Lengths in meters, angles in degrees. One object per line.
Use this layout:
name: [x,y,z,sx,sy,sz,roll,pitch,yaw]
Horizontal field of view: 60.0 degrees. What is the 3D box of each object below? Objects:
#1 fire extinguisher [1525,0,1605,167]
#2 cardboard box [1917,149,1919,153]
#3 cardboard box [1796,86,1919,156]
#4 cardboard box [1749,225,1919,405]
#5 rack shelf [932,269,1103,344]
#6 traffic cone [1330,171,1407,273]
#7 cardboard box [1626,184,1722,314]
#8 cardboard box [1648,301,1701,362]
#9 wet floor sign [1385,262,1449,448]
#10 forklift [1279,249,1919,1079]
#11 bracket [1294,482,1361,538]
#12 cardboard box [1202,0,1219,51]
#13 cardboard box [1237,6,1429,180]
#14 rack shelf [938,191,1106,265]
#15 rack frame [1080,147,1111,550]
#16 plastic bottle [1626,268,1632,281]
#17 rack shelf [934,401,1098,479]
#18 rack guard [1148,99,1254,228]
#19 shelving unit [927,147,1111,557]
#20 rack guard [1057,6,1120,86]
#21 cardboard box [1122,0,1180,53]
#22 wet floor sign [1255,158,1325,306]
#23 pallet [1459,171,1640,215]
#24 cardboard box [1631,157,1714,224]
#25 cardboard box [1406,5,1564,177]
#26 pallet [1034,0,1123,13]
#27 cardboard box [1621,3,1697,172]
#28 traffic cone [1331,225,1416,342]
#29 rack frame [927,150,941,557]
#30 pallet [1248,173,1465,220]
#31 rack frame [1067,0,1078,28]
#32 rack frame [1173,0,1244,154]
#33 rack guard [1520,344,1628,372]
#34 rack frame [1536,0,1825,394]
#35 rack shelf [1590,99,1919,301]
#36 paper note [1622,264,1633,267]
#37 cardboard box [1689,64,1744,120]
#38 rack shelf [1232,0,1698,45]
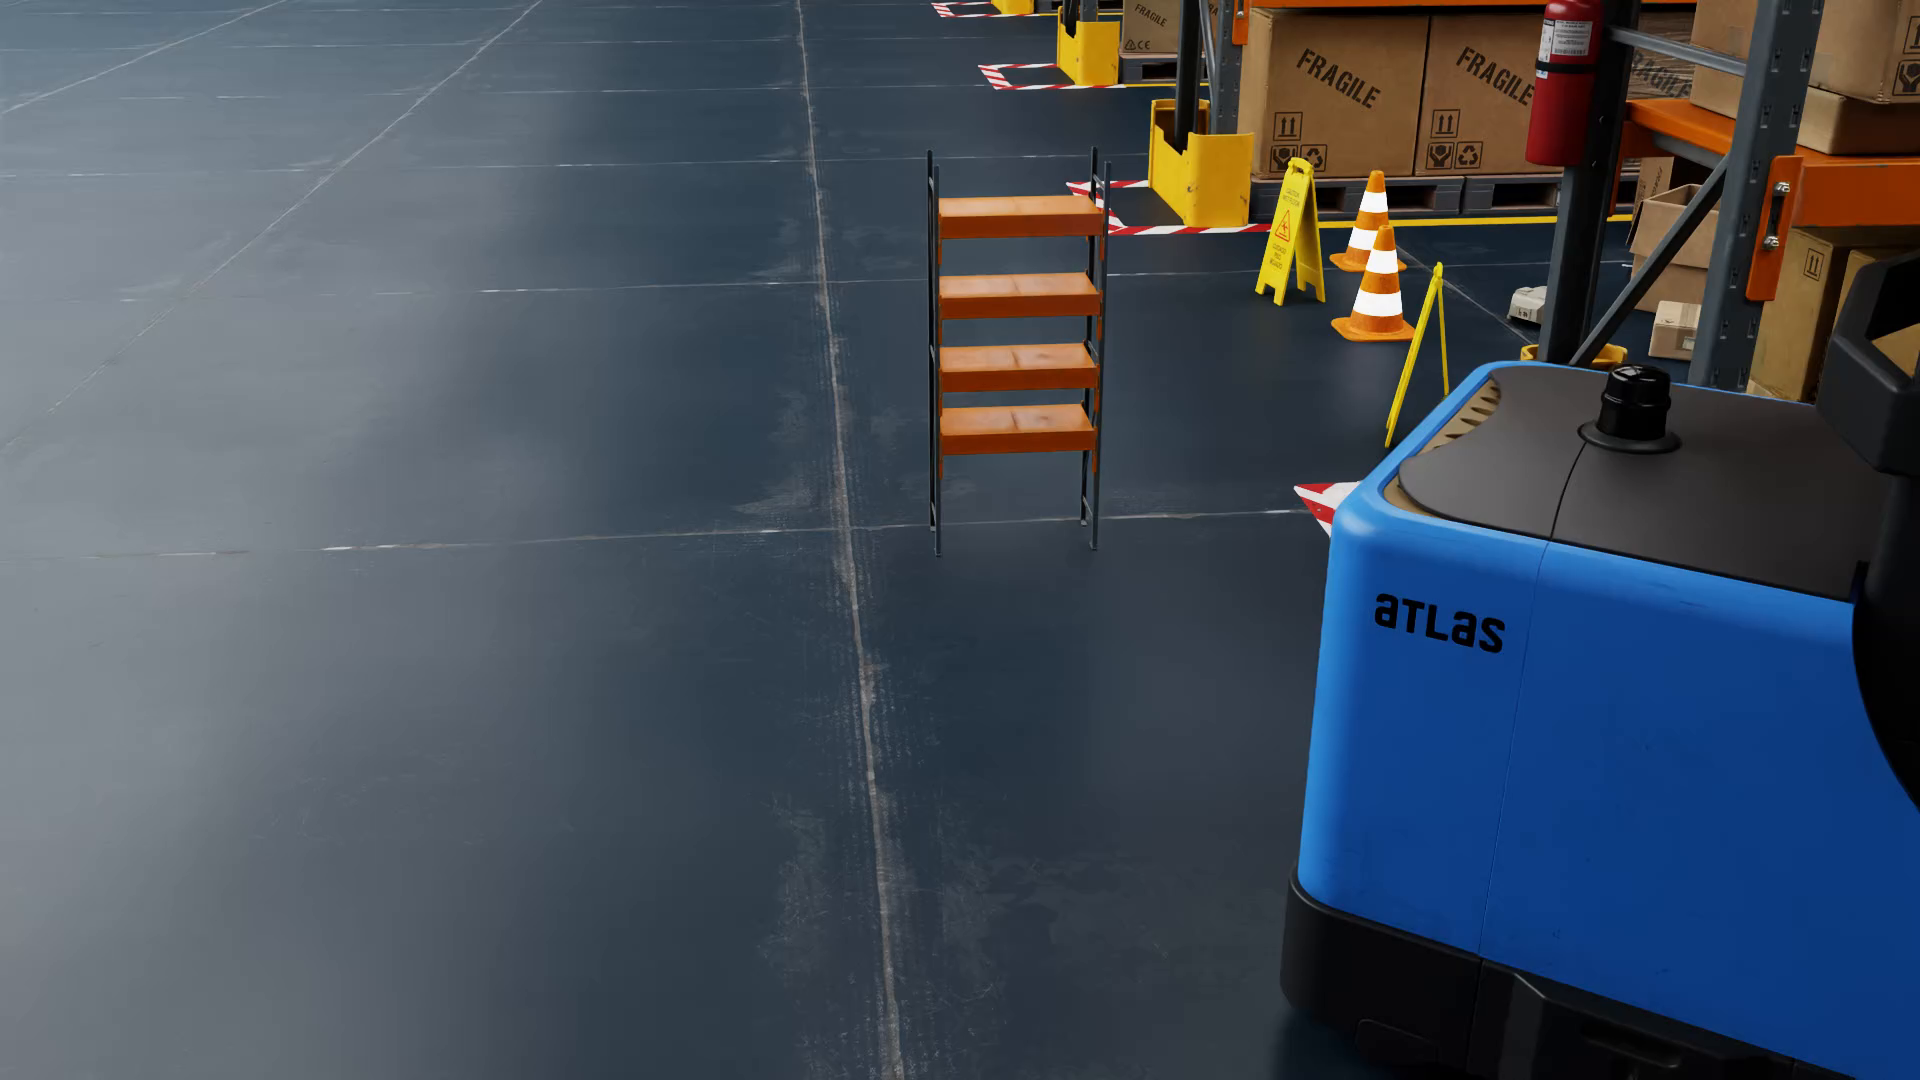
fire extinguisher: [1.814,-1.465,4.948,0.183,0.674,0.296,-2,24,-5]
cardboard box: [2.582,-1.150,4.453,0.250,0.149,0.380,-2,24,-4]
cardboard box: [2.332,-1.134,4.417,0.250,0.149,0.380,-2,24,-5]
cardboard box: [2.745,-0.734,5.154,0.500,0.500,0.500,-2,24,-5]
rack shelf: [0.165,-0.698,4.958,0.480,0.148,0.258,-2,24,-5]
traffic cone: [2.055,-1.603,8.288,0.334,0.463,0.336,-2,24,-5]
cardboard box: [3.473,-1.271,7.491,0.797,0.503,0.637,22,32,40]
cardboard box: [3.079,-0.885,7.057,0.250,0.149,0.380,10,26,22]
wet floor sign: [1.679,-0.668,5.958,0.232,0.644,0.267,6,25,13]
forklift: [2.139,-0.277,2.264,3.031,2.935,1.130,14,27,28]
bracket: [1.726,0.065,5.103,1.079,0.001,1.378,-2,24,-5]
cardboard box: [2.214,-4.430,14.084,0.500,0.500,0.500,4,24,9]
cardboard box: [2.872,-3.567,9.067,2.515,2.999,0.987,-2,24,-4]
rack shelf: [0.165,-0.914,4.862,0.480,0.148,0.258,-2,24,-5]
rack frame: [0.408,-0.565,5.043,0.015,1.200,0.240,-2,24,-5]
plastic bottle: [3.395,-1.294,8.085,0.283,0.061,0.133,-11,26,-23]
rack shelf: [0.165,-0.312,5.129,0.480,0.148,0.258,-2,24,-5]
rack guard: [1.363,-2.172,9.522,0.348,0.500,1.175,-2,24,-5]
shelving unit: [0.165,-0.555,5.021,0.503,1.200,0.258,-2,24,-5]
rack guard: [1.075,-4.185,14.050,0.348,0.500,1.175,-2,24,-5]
cardboard box: [3.155,-1.955,6.992,2.007,1.739,15.623,-3,24,-6]
wet floor sign: [1.552,-1.438,7.691,0.232,0.644,0.267,-6,25,-14]
pallet: [3.386,-2.152,9.832,1.213,0.211,1.003,-2,24,-5]
cardboard box: [3.923,-1.857,8.810,0.500,0.500,0.500,2,24,4]
cardboard box: [2.930,-2.626,9.564,0.875,0.875,0.875,-3,24,-6]
pallet: [1.393,-6.104,18.724,1.213,0.211,1.003,-2,24,-5]
cardboard box: [3.838,-2.662,9.644,0.875,0.875,0.875,-2,24,-5]
traffic cone: [1.827,-1.133,7.230,0.334,0.463,0.336,-2,24,-5]
rack frame: [-0.078,-0.545,4.999,0.015,1.200,0.240,-2,24,-5]
pallet: [2.175,-2.105,9.726,1.213,0.211,1.003,-2,24,-5]
rack frame: [1.000,-5.323,13.533,0.053,2.616,0.949,-2,24,-5]
rack frame: [1.387,-3.315,9.016,0.127,3.000,1.000,-2,24,-5]
rack guard: [2.049,-0.180,5.038,0.348,0.500,1.175,-2,24,-5]
rack frame: [1.974,-1.319,4.524,0.127,3.000,1.000,-2,24,-5]
rack shelf: [3.964,-1.070,4.850,4.000,0.370,1.077,-2,24,-5]
paper note: [3.378,-1.368,8.316,0.123,0.001,0.032,10,26,22]
cardboard box: [2.325,-1.305,4.803,0.250,0.149,0.380,-1,24,-3]
rack shelf: [3.377,-3.067,9.342,4.000,0.370,1.077,-2,24,-5]
